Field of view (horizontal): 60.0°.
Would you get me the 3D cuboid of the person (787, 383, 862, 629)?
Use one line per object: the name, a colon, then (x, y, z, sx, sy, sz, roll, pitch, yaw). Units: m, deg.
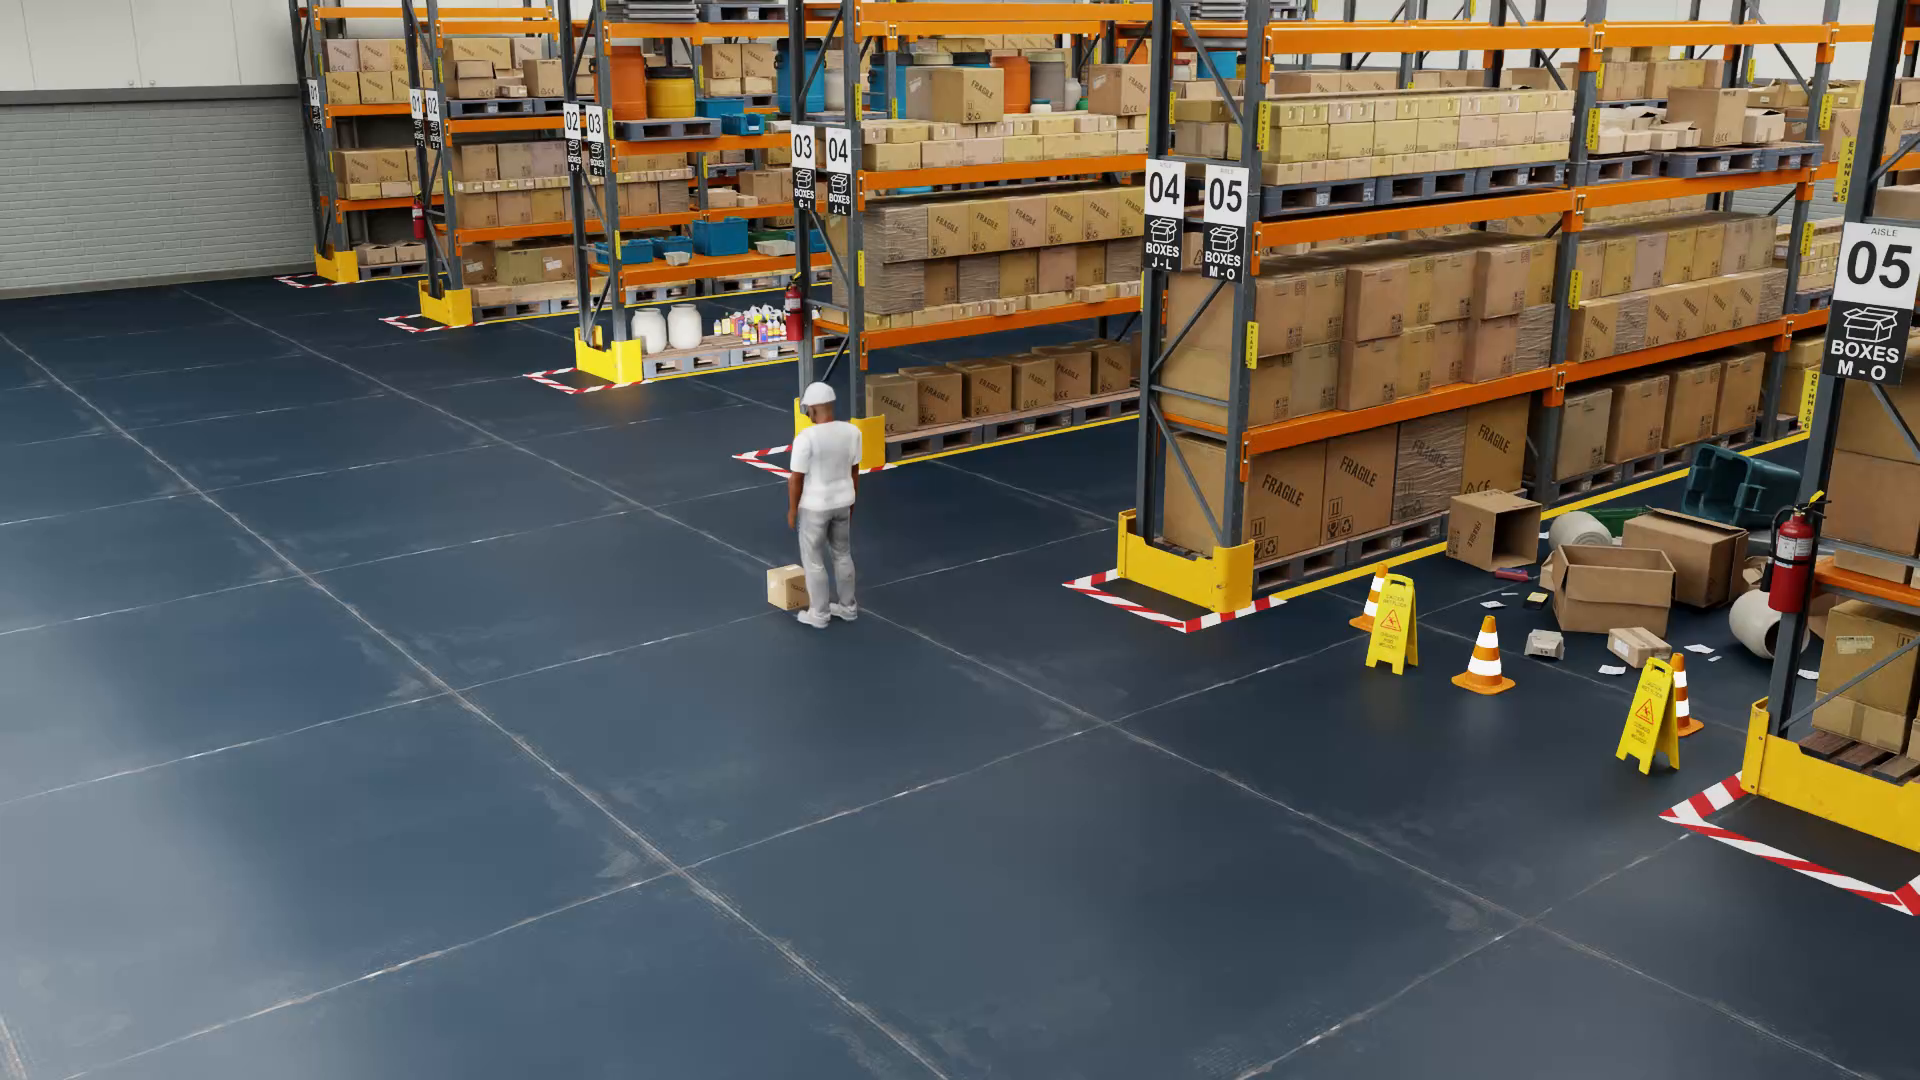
person: (-0.965, -0.249, 11.802, 0.566, 1.762, 0.364, -13, 22, -35)
